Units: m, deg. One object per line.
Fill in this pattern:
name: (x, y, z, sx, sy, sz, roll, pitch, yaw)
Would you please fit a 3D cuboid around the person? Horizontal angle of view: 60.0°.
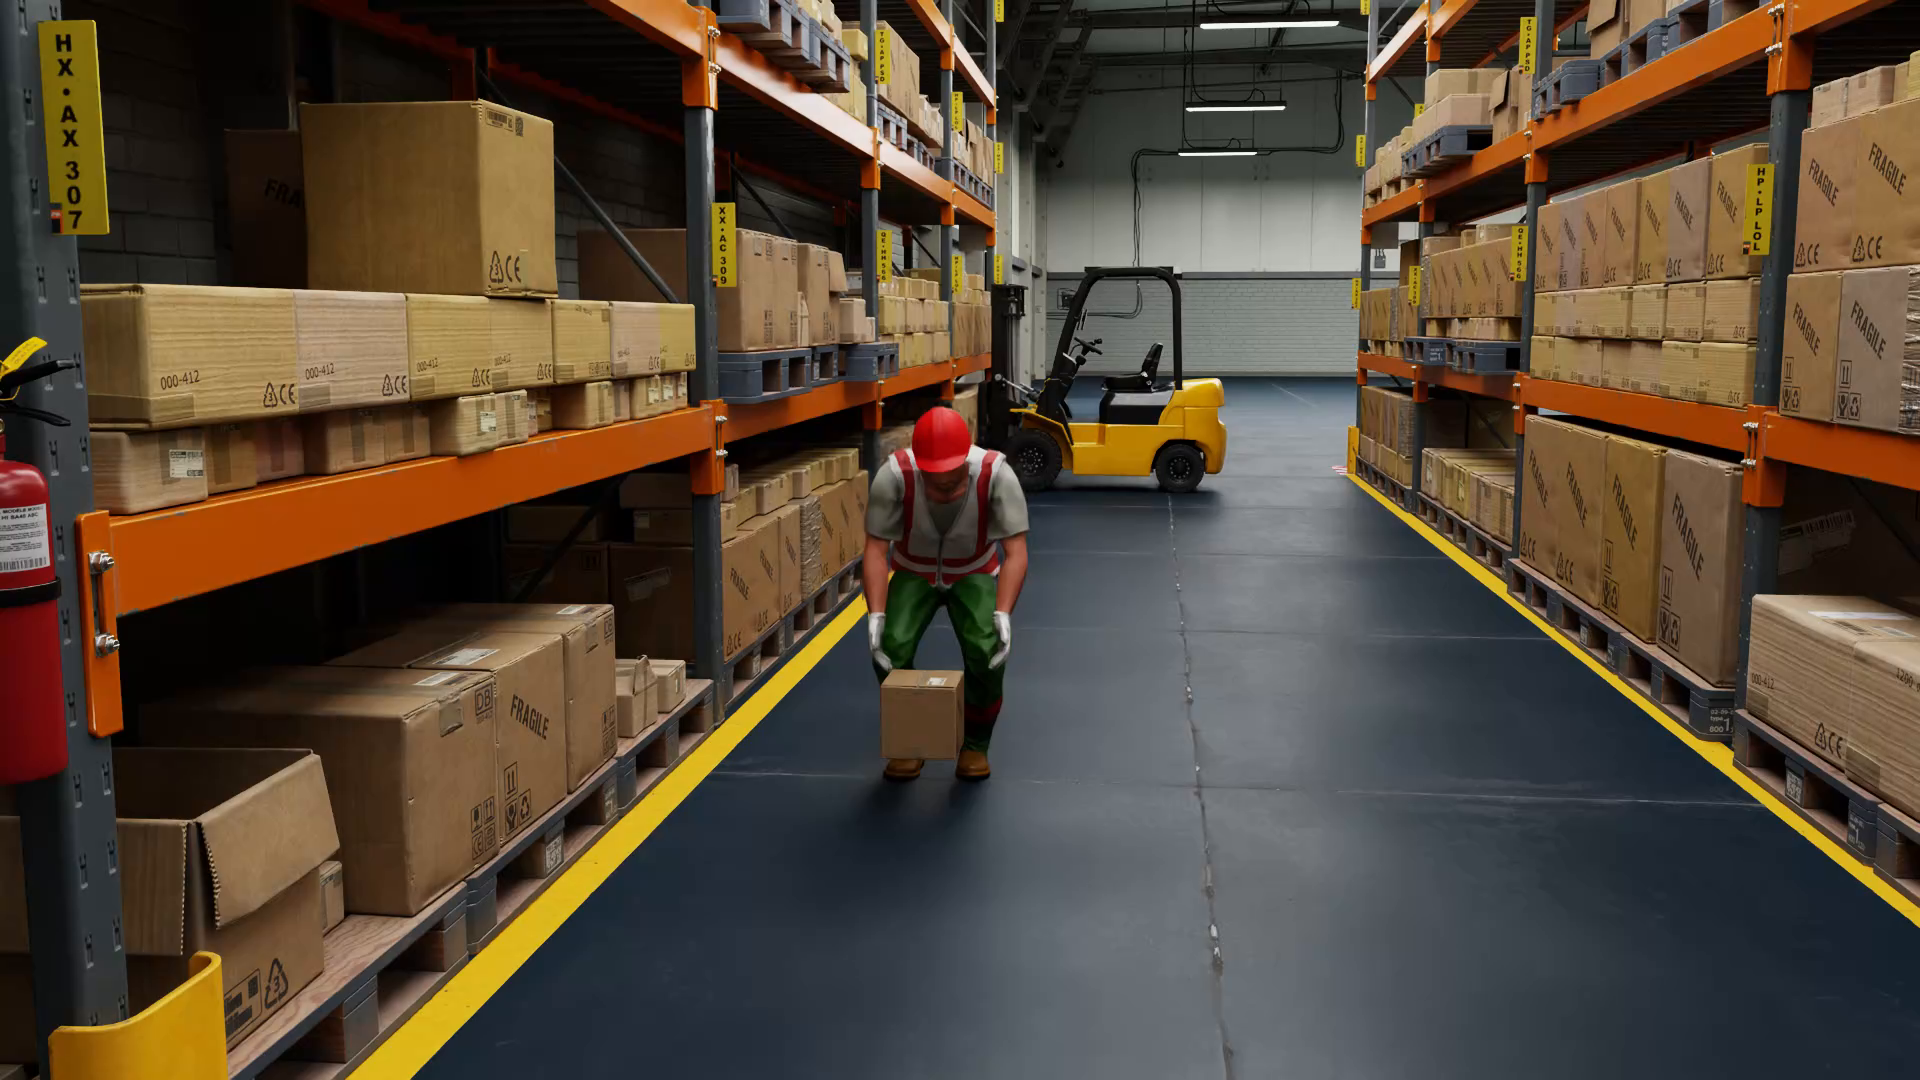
person: (-0.040, 0.187, 5.943, 0.583, 1.354, 0.784, 1, 8, 6)
